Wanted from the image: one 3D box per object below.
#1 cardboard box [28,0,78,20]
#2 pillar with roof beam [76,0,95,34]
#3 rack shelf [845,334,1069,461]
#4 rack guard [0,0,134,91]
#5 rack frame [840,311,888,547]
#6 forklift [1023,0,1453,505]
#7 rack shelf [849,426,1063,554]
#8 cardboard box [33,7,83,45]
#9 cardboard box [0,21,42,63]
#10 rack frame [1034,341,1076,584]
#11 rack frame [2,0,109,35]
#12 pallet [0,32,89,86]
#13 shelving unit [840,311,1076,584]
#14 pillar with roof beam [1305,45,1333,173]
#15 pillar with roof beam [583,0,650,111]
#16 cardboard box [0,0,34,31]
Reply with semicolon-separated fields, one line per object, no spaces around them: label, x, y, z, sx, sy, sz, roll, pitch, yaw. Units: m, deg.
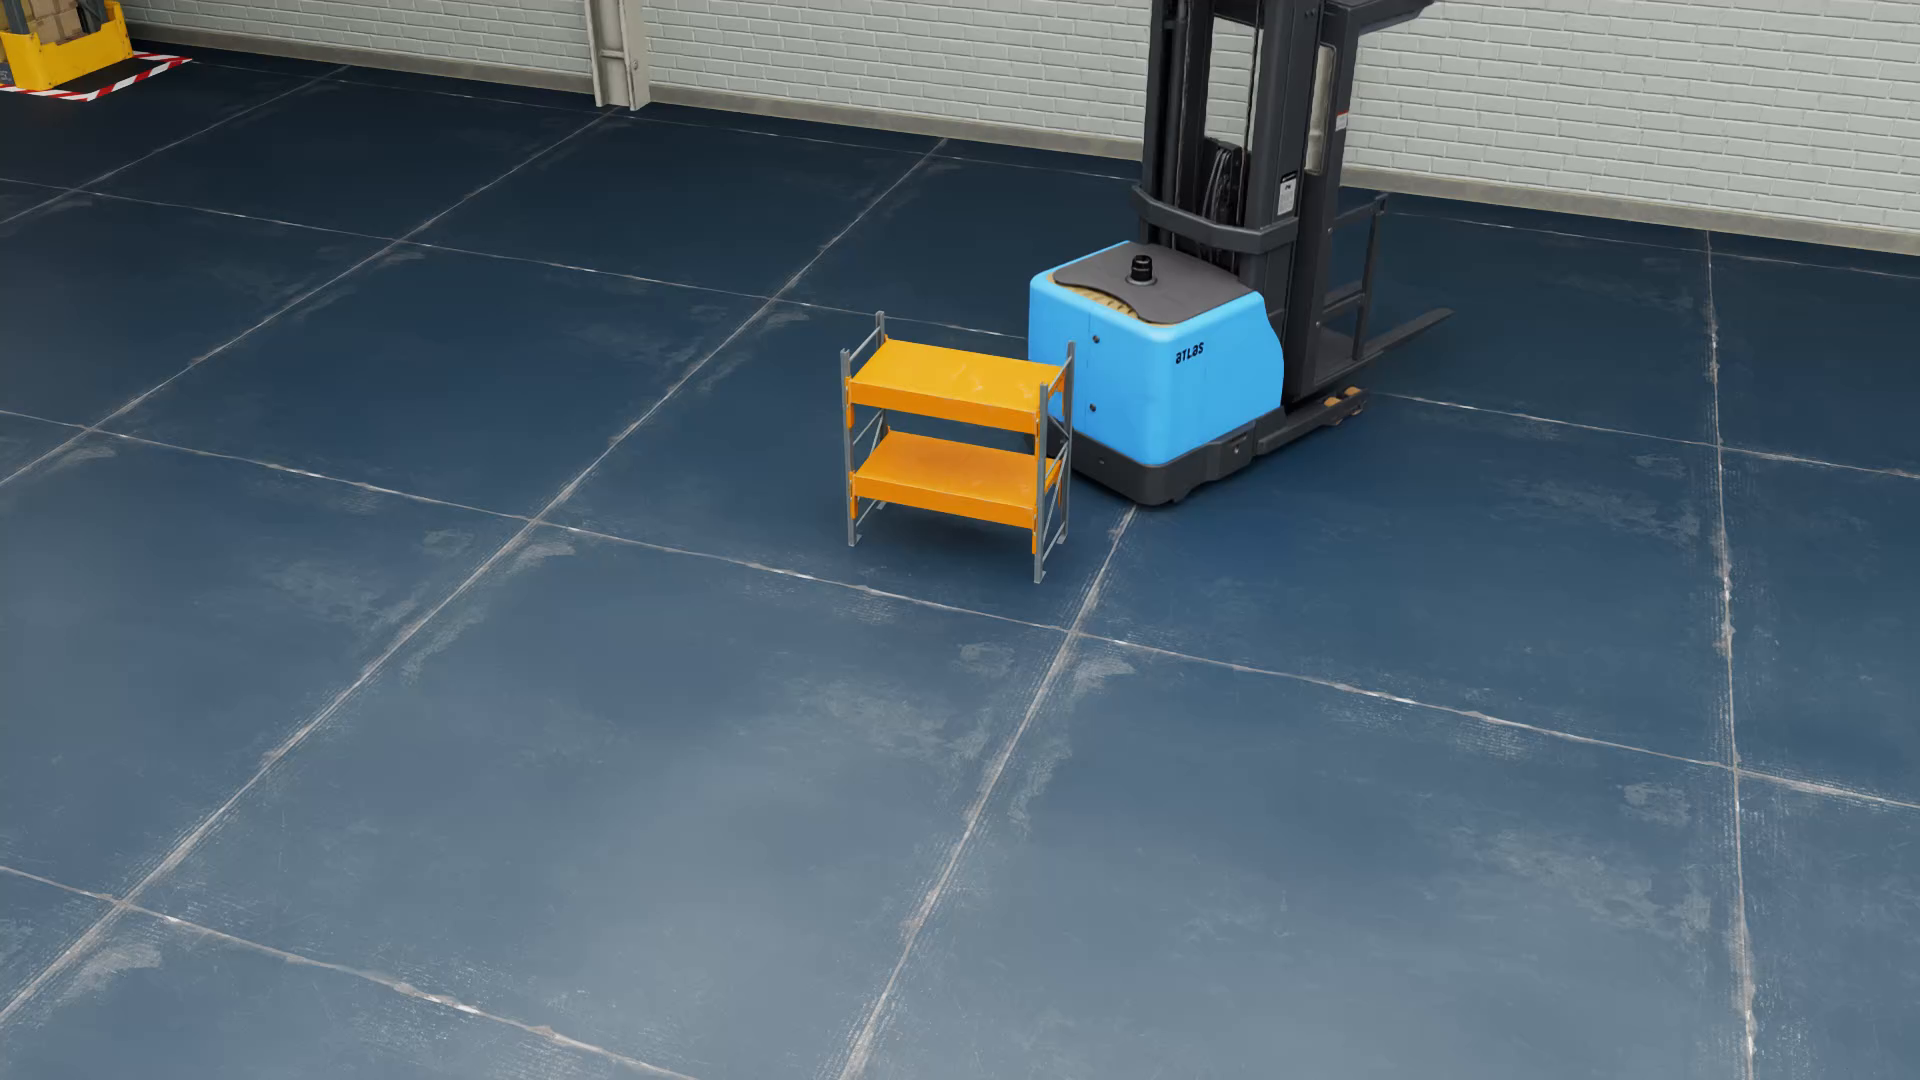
cardboard box;-8.650;-5.071;15.525;0.500;0.250;0.500;12;35;17
pillar with roof beam;-10.081;-6.557;10.610;0.400;9.000;9.100;11;34;16
rack shelf;-0.006;-0.720;8.288;1.000;0.278;0.538;11;34;16
rack guard;-8.255;-4.593;15.402;0.348;0.500;1.175;11;34;16
rack frame;-0.485;-0.567;8.591;0.032;1.125;0.500;11;34;16
forklift;1.795;-2.093;9.290;3.031;2.935;1.130;-26;41;-34
rack shelf;-0.006;-0.268;8.579;1.000;0.278;0.538;11;34;16
cardboard box;-8.674;-4.858;15.657;0.500;0.250;0.500;11;34;17
cardboard box;-8.826;-4.593;15.246;0.500;0.250;0.500;11;35;17
rack frame;0.472;-0.381;8.303;0.032;1.125;0.500;11;34;16
rack frame;-8.278;-5.647;14.731;0.127;3.000;1.000;11;34;16
pallet;-9.012;-4.594;15.671;1.213;0.211;1.003;11;34;16
shelving unit;-0.006;-0.474;8.447;1.048;1.125;0.538;11;34;16
pillar with roof beam;1.215;-4.361;7.208;0.400;9.000;9.100;11;34;16
pillar with roof beam;-4.433;-5.459;8.909;0.400;9.000;9.100;11;34;16
cardboard box;-8.841;-4.808;15.118;0.500;0.250;0.500;11;34;16
